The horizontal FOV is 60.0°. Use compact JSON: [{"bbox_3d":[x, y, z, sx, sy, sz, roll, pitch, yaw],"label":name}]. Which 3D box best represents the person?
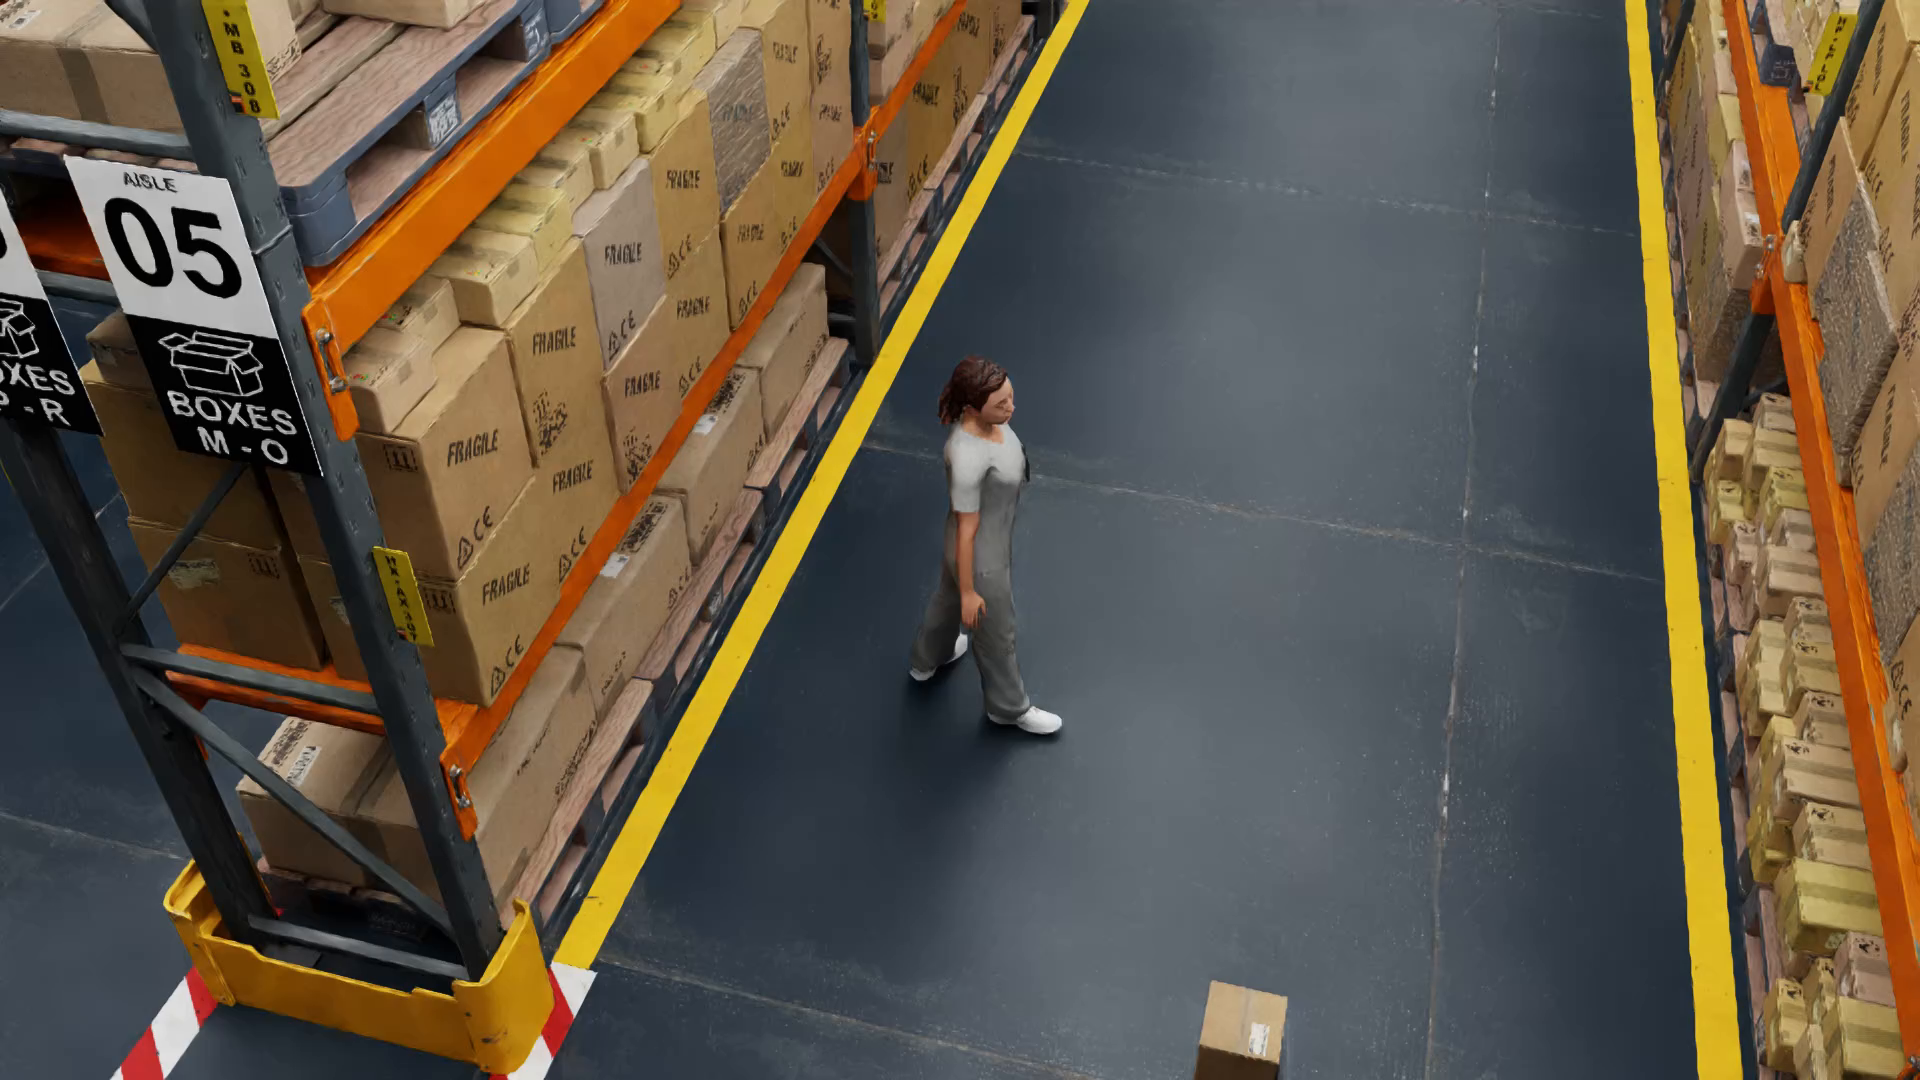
[{"bbox_3d":[0.094,0.031,6.115,0.642,1.664,0.668,4,41,4],"label":"person"}]
